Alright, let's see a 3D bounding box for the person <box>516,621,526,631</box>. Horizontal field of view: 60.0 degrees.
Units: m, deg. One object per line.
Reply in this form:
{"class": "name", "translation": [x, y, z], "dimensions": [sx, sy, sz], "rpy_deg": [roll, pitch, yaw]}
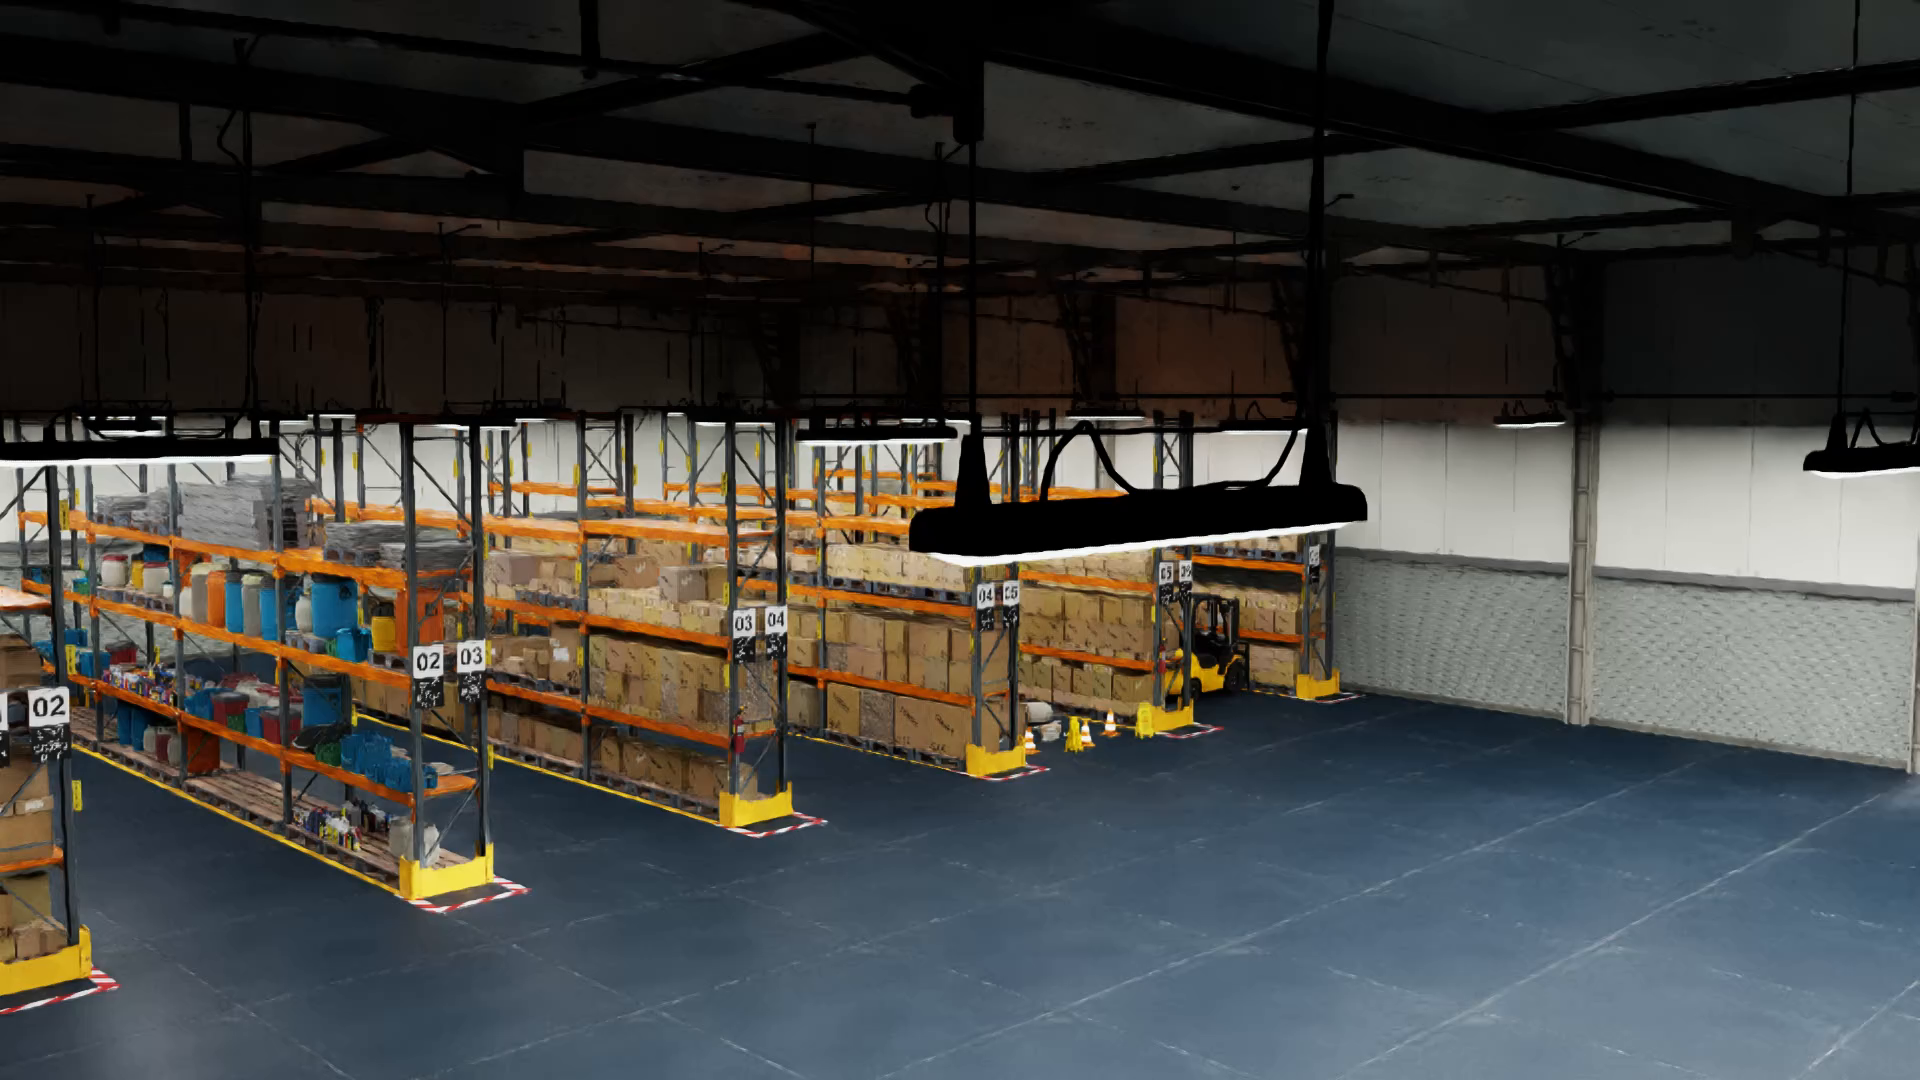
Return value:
{"class": "person", "translation": [-11.748, 1.658, 44.351], "dimensions": [0.487, 1.658, 0.687], "rpy_deg": [1, 5, 17]}
